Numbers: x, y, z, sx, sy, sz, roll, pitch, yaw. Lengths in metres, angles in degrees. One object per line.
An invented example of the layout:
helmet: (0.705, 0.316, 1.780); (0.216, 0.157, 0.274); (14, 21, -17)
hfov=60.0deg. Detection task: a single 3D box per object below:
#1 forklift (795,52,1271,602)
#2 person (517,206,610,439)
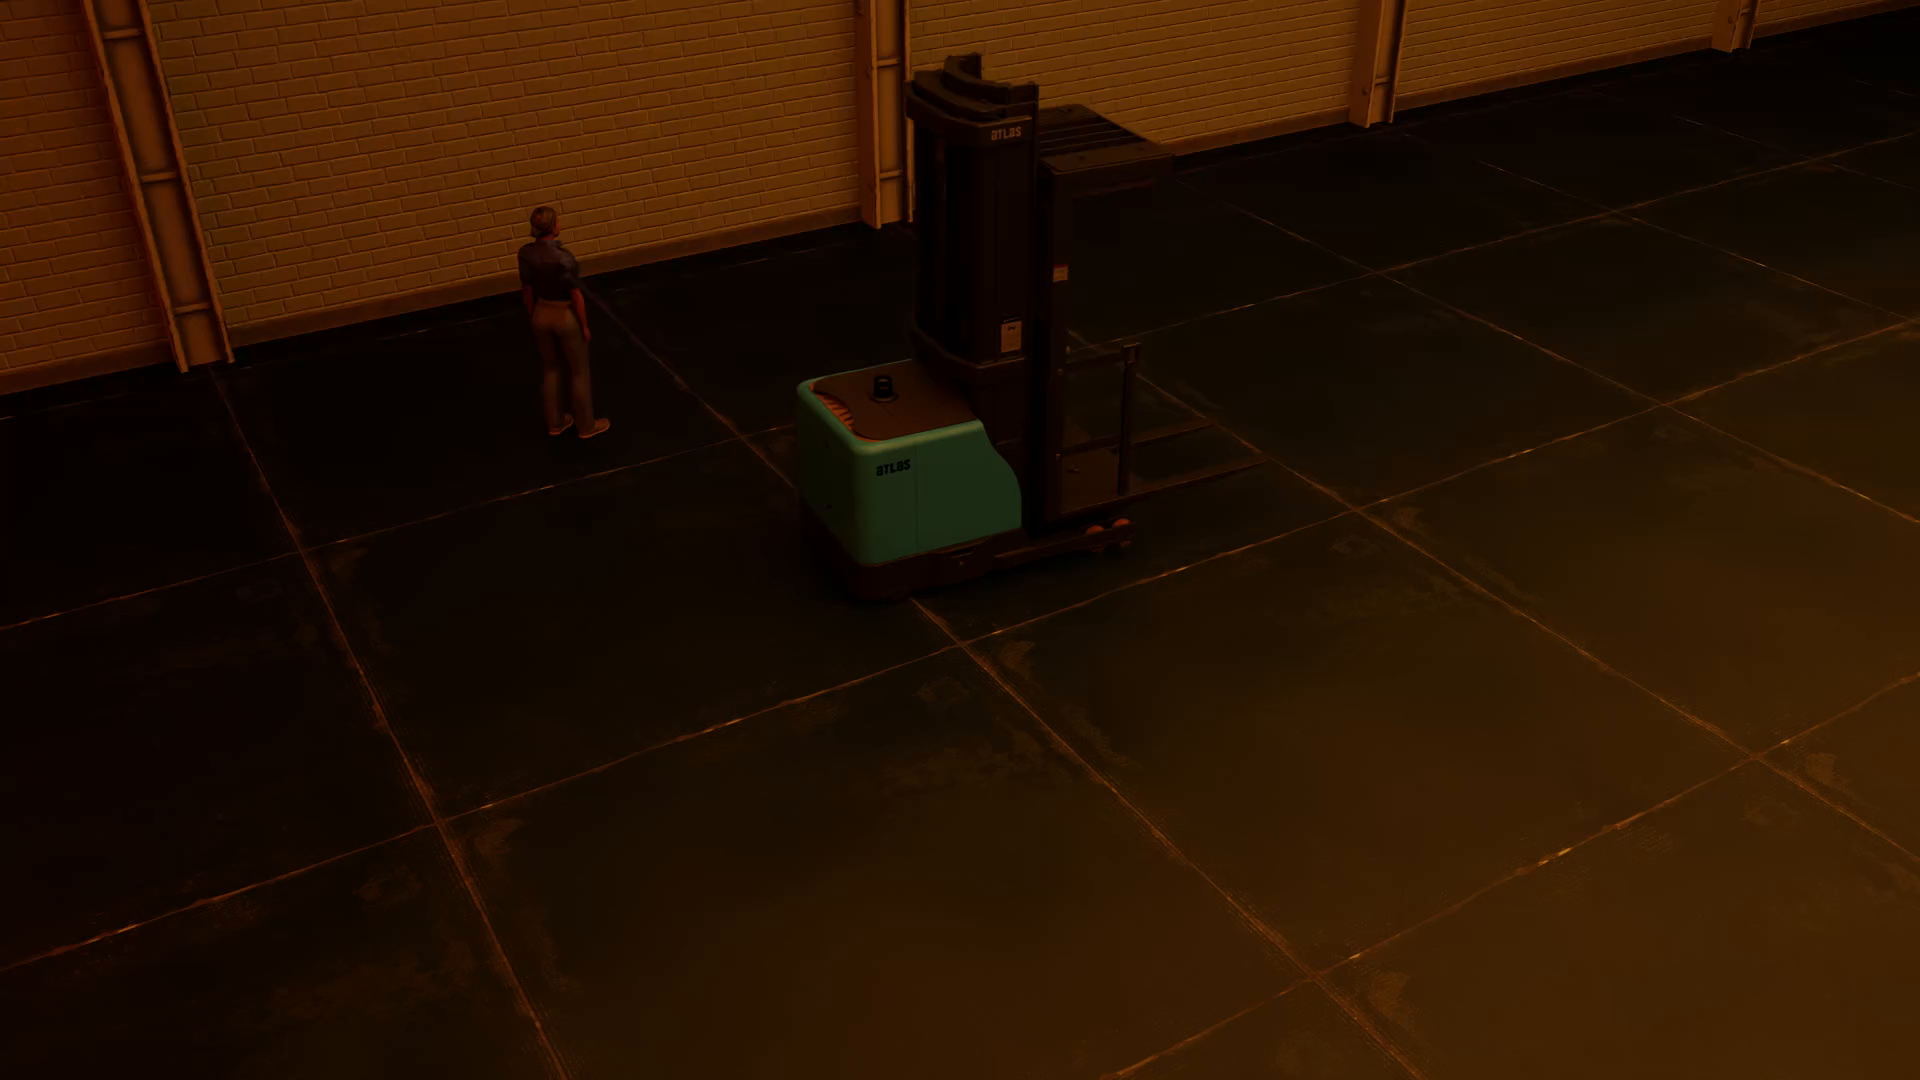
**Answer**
forklift: (0.548, -1.407, 9.997); (3.031, 2.935, 1.130); (-14, 34, -22)
person: (-2.732, -1.491, 11.378); (0.457, 1.662, 0.329); (10, 32, 16)
